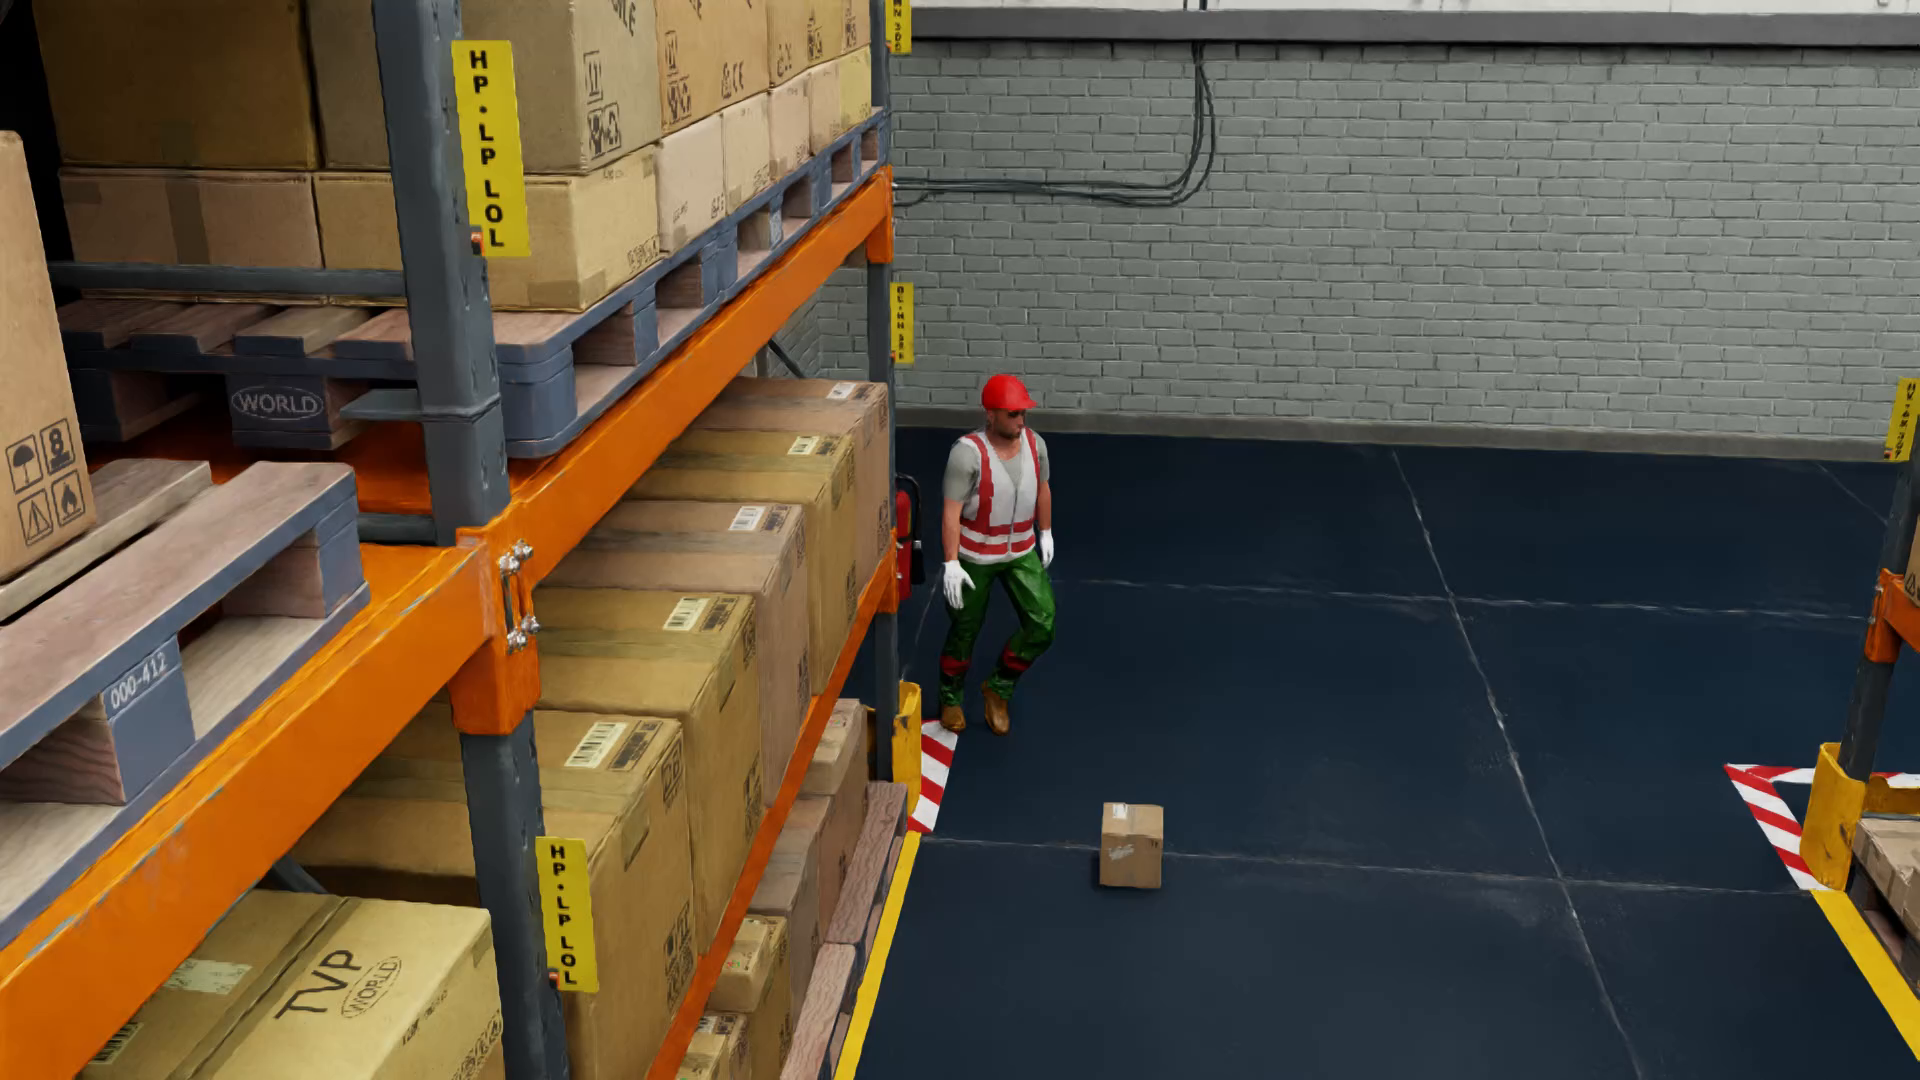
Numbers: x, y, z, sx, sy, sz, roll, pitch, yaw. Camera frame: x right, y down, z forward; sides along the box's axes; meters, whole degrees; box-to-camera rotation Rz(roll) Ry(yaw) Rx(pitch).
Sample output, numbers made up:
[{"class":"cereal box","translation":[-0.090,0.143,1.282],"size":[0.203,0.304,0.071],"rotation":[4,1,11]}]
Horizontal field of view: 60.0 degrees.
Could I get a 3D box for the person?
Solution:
[{"class":"person","translation":[0.165,0.083,7.815],"size":[0.711,1.795,0.538],"rotation":[-11,23,-26]}]
